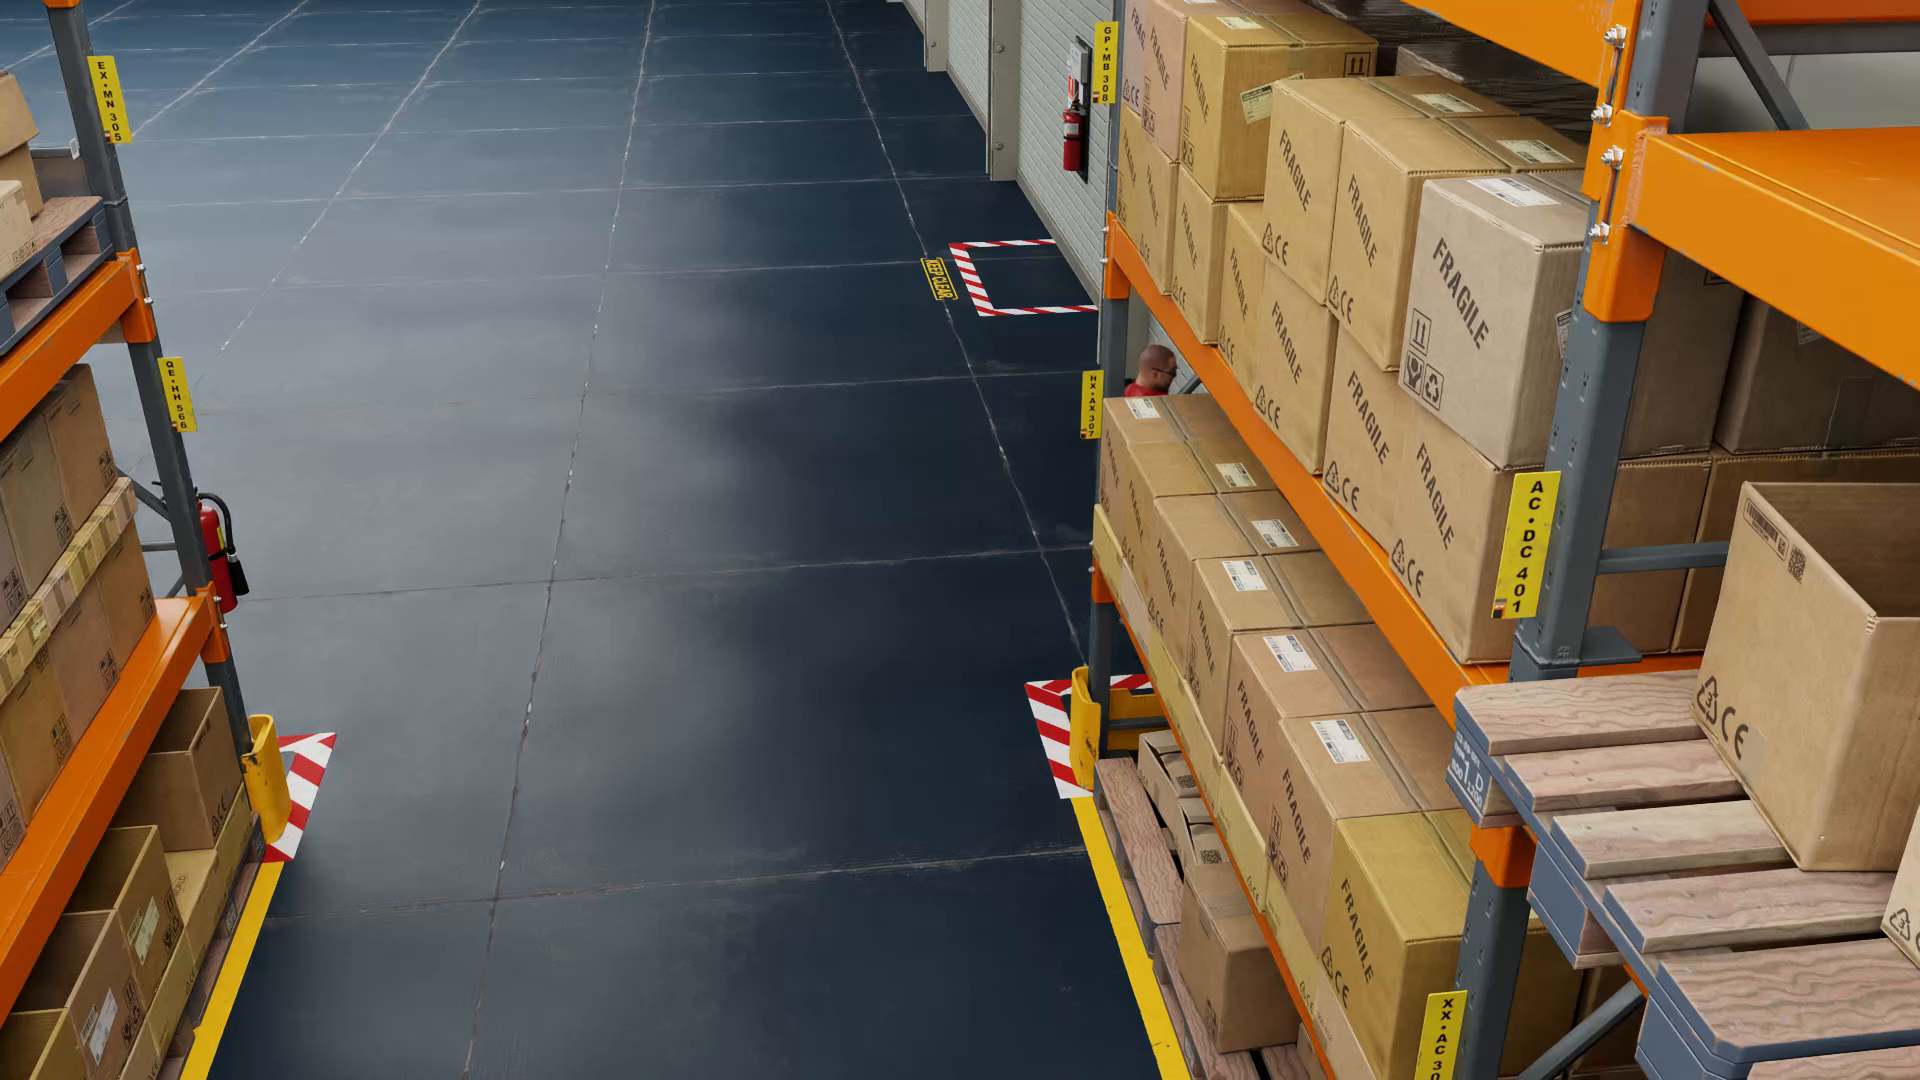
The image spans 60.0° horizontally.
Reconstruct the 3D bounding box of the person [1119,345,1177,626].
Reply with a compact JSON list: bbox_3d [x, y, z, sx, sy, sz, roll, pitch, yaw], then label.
[{"bbox_3d":[1.072,-0.236,9.112,0.402,1.757,0.546,-3,27,-6],"label":"person"}]
